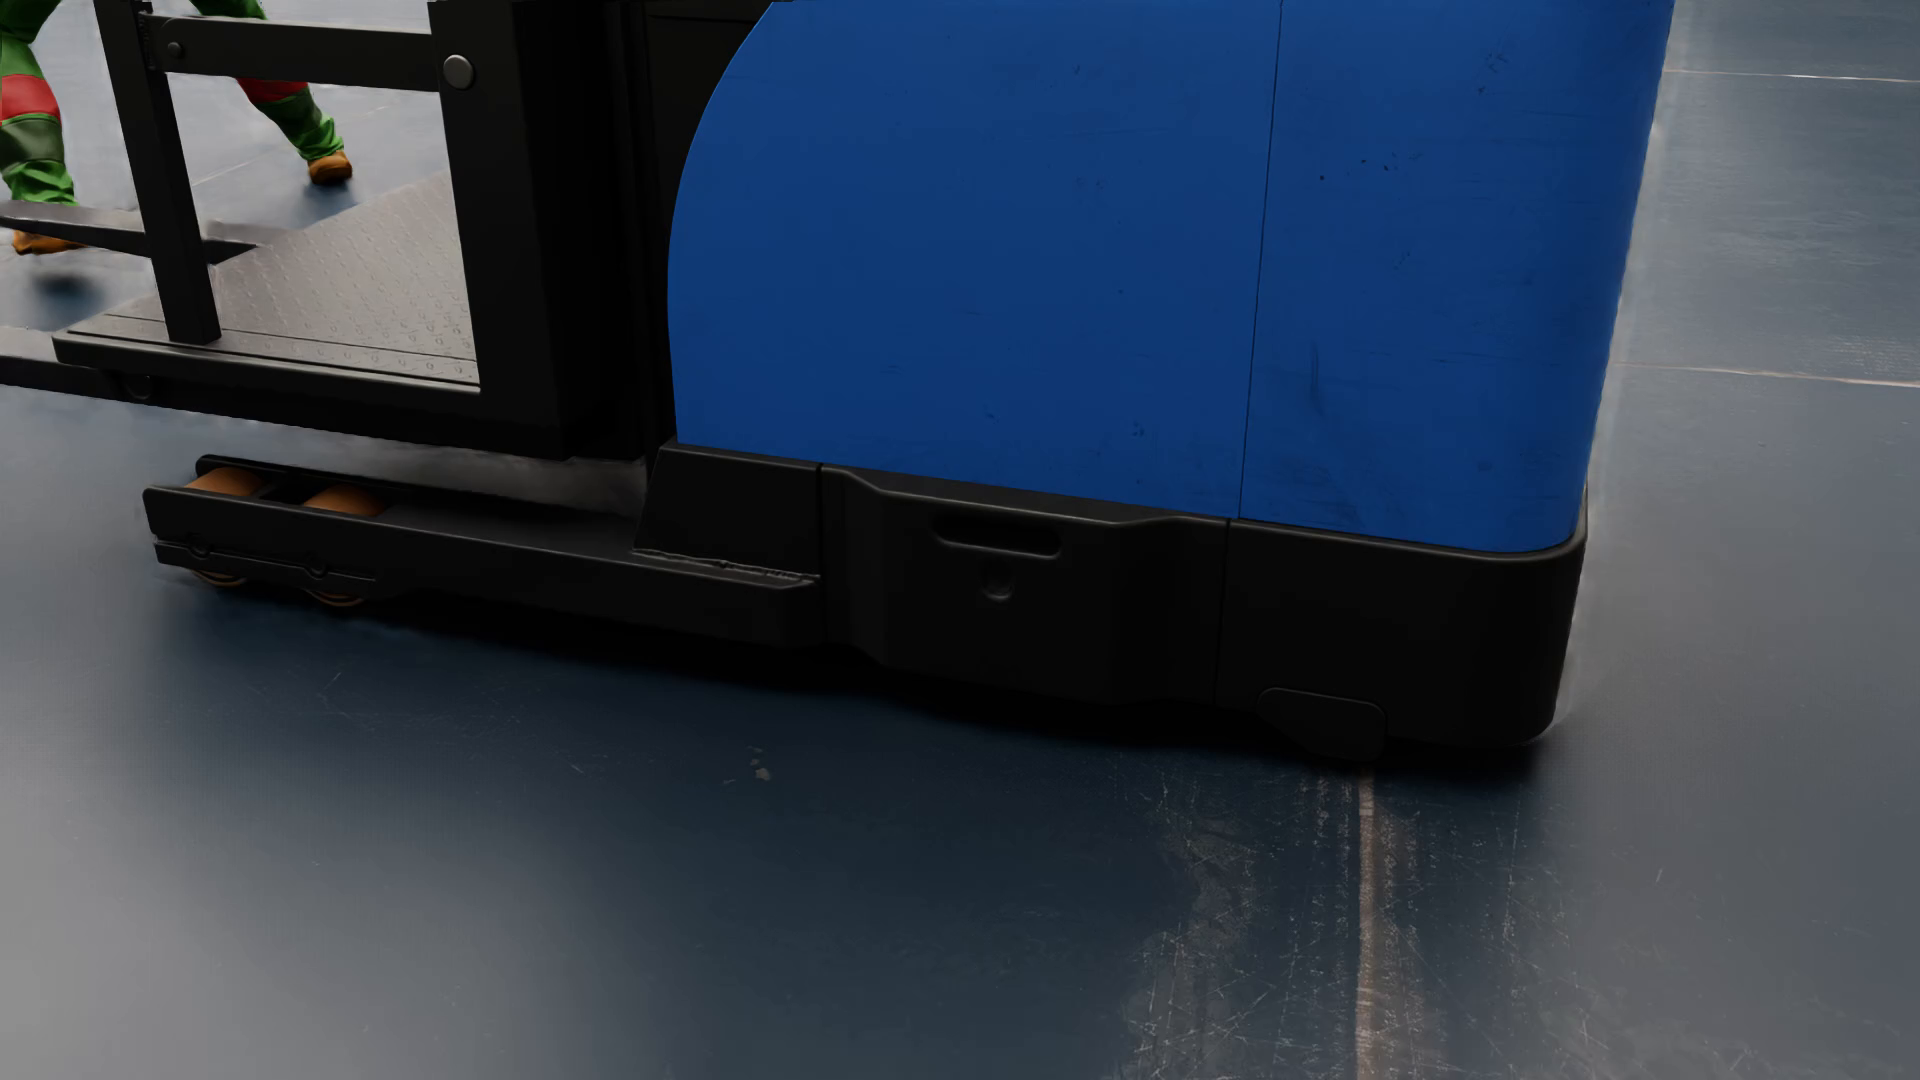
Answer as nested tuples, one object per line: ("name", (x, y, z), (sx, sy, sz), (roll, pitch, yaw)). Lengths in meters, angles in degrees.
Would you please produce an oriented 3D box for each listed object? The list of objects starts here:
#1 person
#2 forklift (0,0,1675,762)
("person", (-1.805, -1.436, 3.681), (0.579, 1.732, 1.128), (18, 32, 31))
("forklift", (-0.621, -1.431, 2.082), (3.031, 2.935, 1.130), (8, 28, 16))
